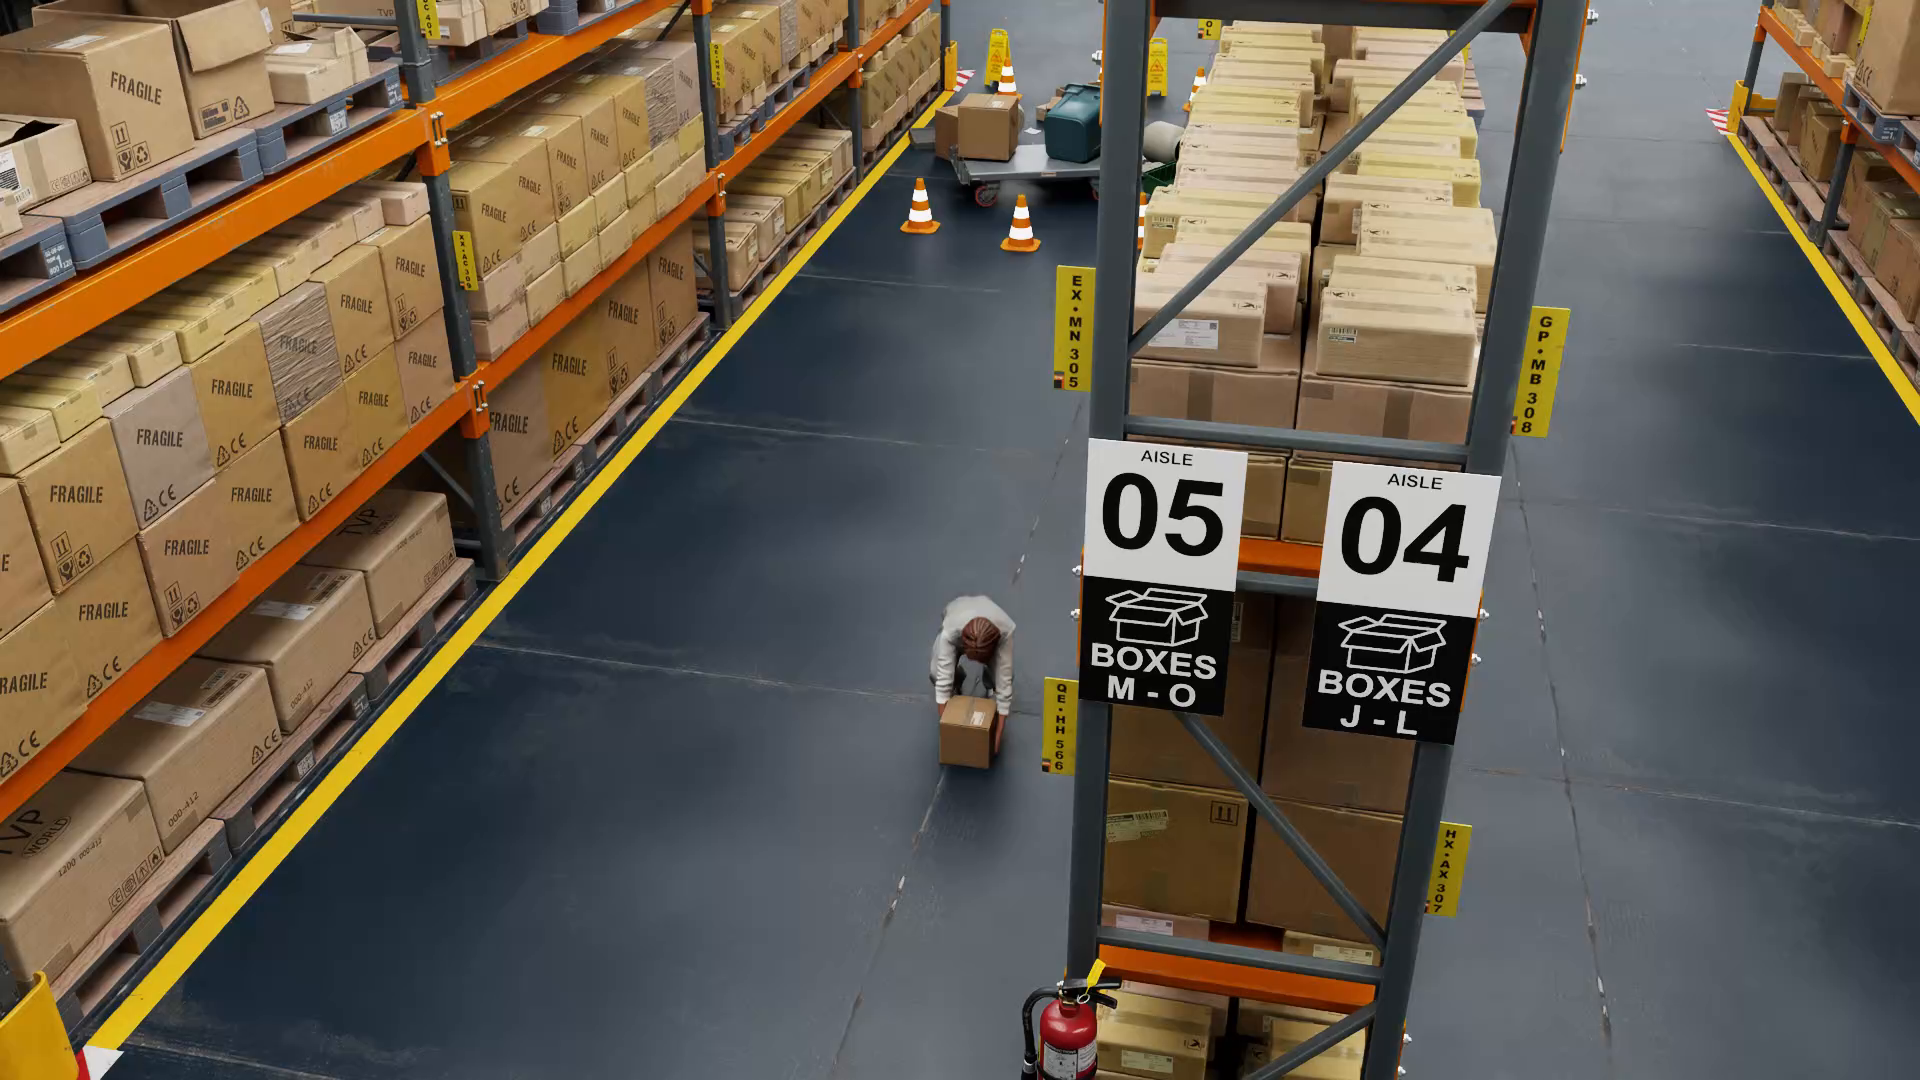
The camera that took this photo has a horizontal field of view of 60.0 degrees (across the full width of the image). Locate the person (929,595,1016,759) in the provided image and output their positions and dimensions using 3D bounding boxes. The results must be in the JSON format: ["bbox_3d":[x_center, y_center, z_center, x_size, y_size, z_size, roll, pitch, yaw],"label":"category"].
[{"bbox_3d":[0.067,0.585,8.457,0.435,0.770,0.815,2,29,3],"label":"person"}]
